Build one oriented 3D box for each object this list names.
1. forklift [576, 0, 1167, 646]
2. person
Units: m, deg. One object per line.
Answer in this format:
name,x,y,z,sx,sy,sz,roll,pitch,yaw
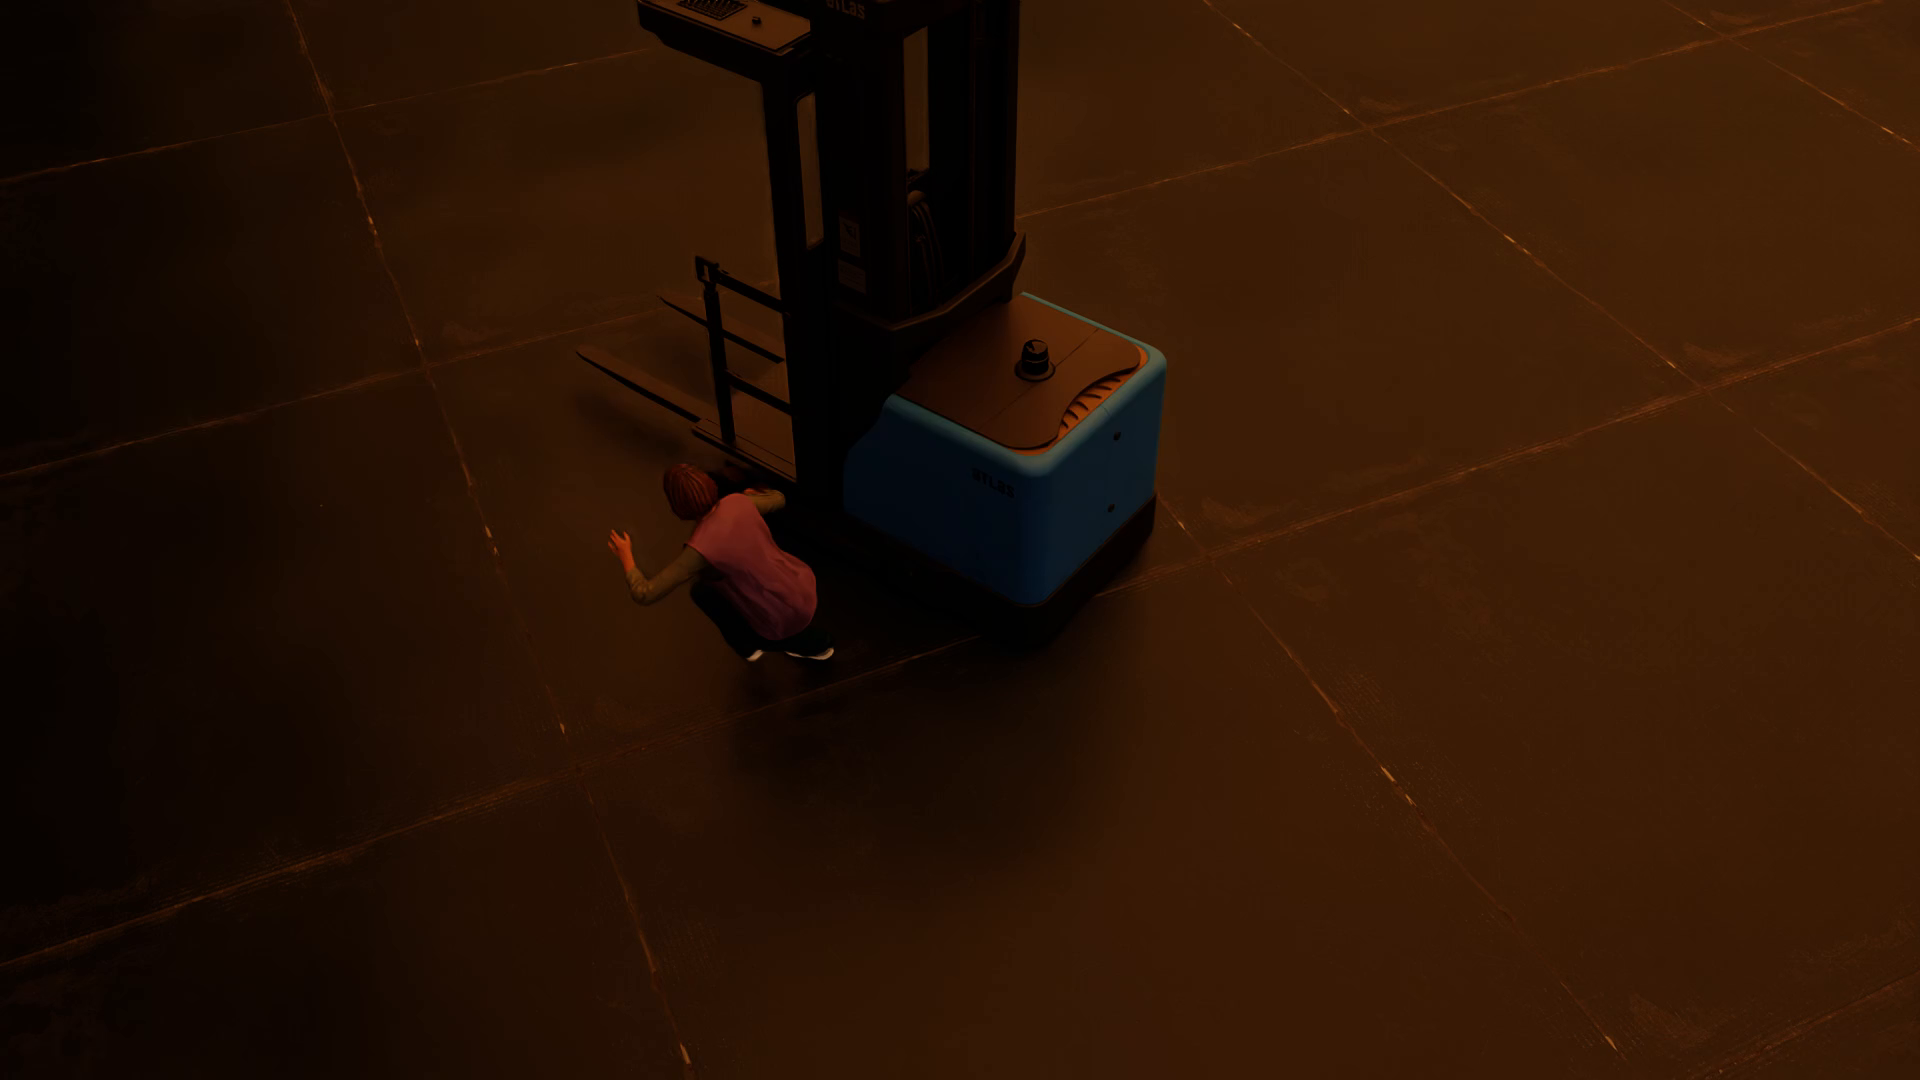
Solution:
forklift,-0.574,-1.440,7.223,3.031,2.935,1.130,28,50,26
person,-0.940,0.159,6.649,0.806,1.377,0.837,6,43,7
